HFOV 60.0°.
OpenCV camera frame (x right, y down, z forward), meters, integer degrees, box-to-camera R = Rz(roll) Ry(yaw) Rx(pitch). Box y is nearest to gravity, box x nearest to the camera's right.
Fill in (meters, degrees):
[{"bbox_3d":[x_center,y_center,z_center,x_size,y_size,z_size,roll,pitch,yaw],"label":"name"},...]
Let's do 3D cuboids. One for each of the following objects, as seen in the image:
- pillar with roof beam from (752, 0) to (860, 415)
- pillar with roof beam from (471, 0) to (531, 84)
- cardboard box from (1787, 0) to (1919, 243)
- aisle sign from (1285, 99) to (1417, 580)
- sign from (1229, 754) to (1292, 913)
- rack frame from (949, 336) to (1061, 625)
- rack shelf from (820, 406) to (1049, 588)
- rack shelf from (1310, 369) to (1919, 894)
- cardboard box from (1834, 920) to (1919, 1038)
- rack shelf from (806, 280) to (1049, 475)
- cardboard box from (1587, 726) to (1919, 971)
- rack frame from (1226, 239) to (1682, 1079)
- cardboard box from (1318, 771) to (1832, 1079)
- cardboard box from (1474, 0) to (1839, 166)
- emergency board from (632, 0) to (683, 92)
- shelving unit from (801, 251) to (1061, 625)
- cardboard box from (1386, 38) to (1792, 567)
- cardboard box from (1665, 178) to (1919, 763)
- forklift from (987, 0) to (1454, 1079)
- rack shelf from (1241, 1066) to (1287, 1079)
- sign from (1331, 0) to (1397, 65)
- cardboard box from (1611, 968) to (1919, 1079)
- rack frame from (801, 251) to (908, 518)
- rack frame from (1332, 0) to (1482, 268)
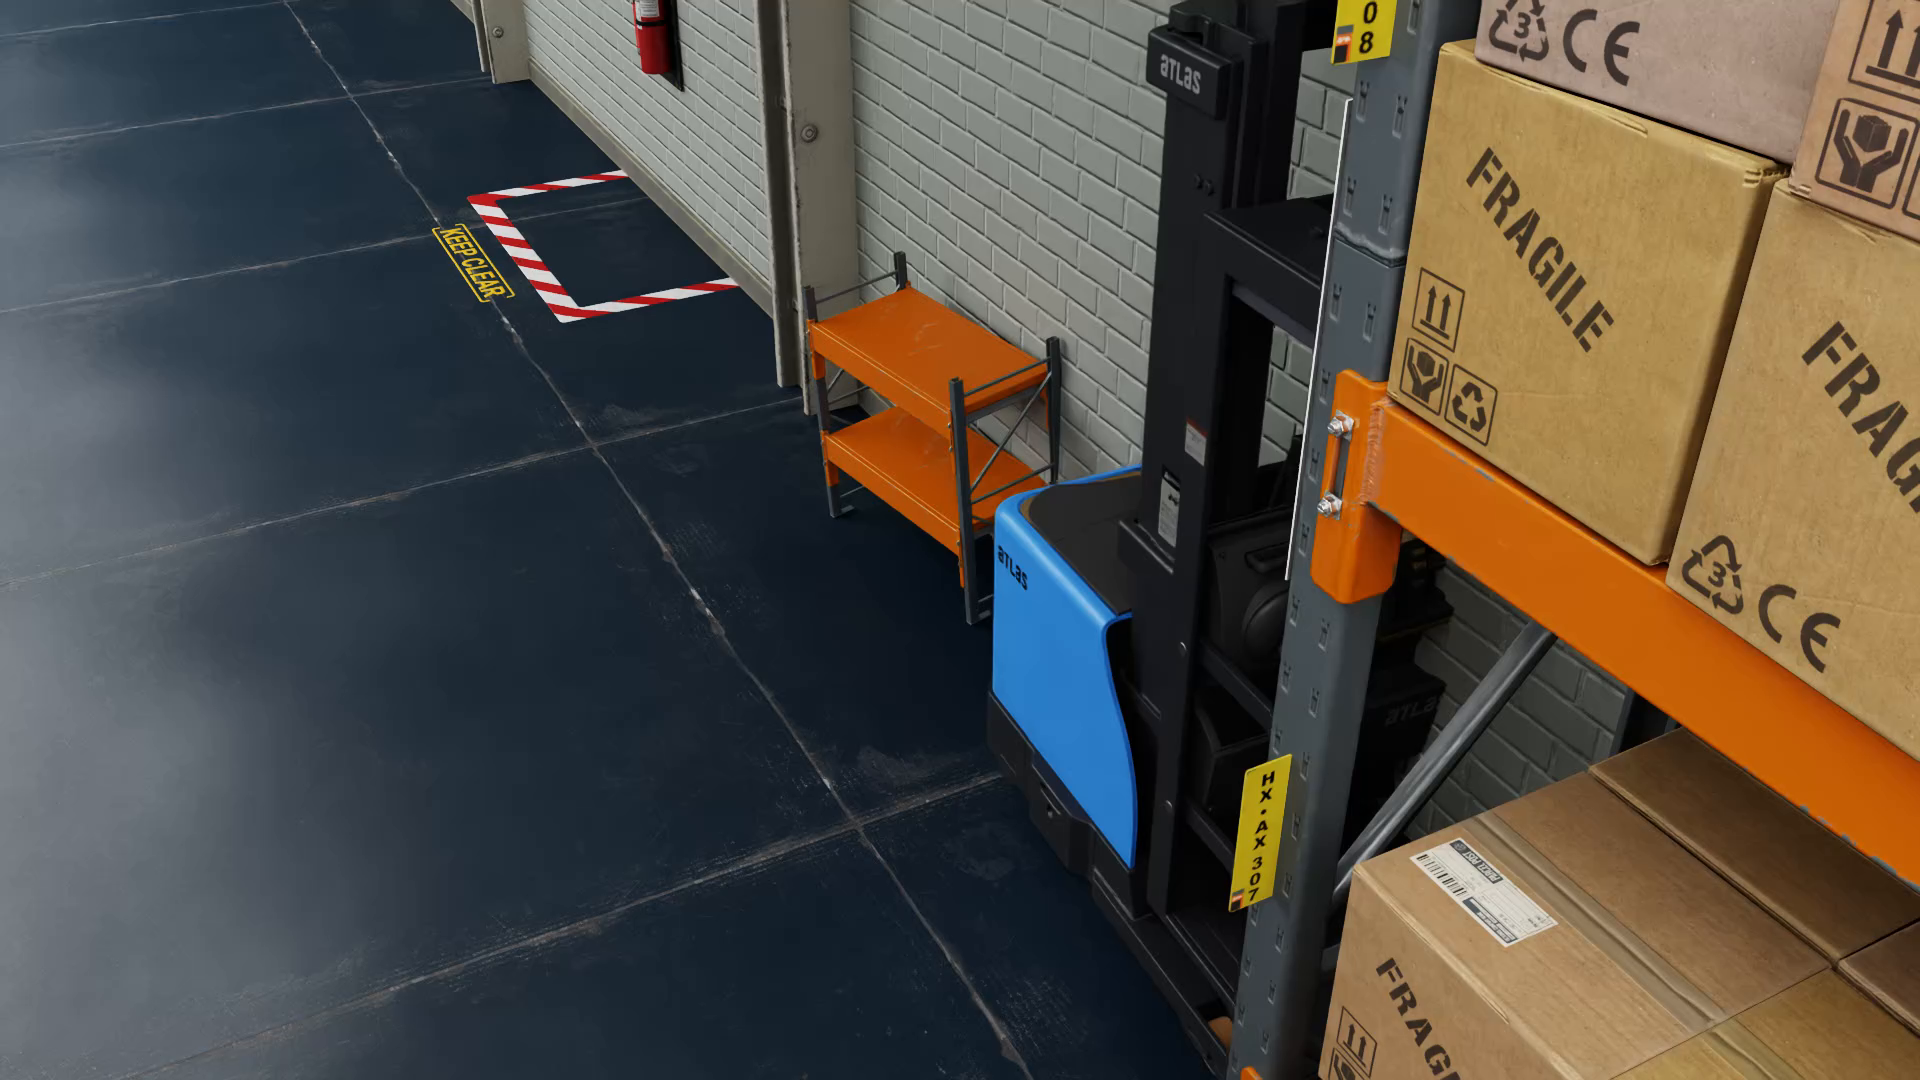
[{"bbox_3d":[-4.514,-3.453,4.298,9.100,9.000,0.400,-16,36,-23],"label":"pillar with roof beam"},{"bbox_3d":[-7.312,-6.317,8.767,9.100,9.000,0.400,-16,36,-23],"label":"pillar with roof beam"},{"bbox_3d":[1.154,-0.501,1.432,0.500,0.500,0.500,-16,36,-24],"label":"cardboard box"},{"bbox_3d":[0.701,-0.317,2.554,0.394,0.787,0.004,-16,36,-23],"label":"aisle sign"},{"bbox_3d":[0.520,0.509,2.872,0.100,0.325,0.005,-16,36,-23],"label":"sign"},{"bbox_3d":[0.202,-0.215,6.511,0.500,1.125,0.032,-26,41,-27],"label":"rack frame"},{"bbox_3d":[-0.086,-0.237,6.996,0.538,0.278,1.000,-26,41,-27],"label":"rack shelf"},{"bbox_3d":[1.932,0.731,1.214,1.077,0.370,4.000,-16,36,-23],"label":"rack shelf"},{"bbox_3d":[1.634,0.890,2.505,0.500,0.500,0.500,-15,36,-22],"label":"cardboard box"},{"bbox_3d":[-0.119,-0.675,6.686,0.538,0.278,1.000,-26,41,-27],"label":"rack shelf"},{"bbox_3d":[1.408,0.647,2.884,0.500,0.500,0.500,-16,36,-24],"label":"cardboard box"},{"bbox_3d":[1.000,0.737,3.319,1.000,3.000,0.127,-16,36,-23],"label":"rack frame"},{"bbox_3d":[0.957,0.779,2.678,0.500,0.500,0.500,-16,36,-23],"label":"cardboard box"},{"bbox_3d":[0.965,-0.753,1.826,0.500,0.500,0.500,-19,37,-26],"label":"cardboard box"},{"bbox_3d":[-1.824,-3.199,9.462,0.194,1.169,0.643,-16,36,-23],"label":"emergency board"},{"bbox_3d":[-0.101,-0.436,6.855,0.538,1.125,1.048,-26,41,-27],"label":"shelving unit"},{"bbox_3d":[0.935,-0.354,2.130,0.500,0.500,0.500,-15,36,-22],"label":"cardboard box"},{"bbox_3d":[1.154,-0.089,1.716,0.500,0.500,0.500,-13,35,-20],"label":"cardboard box"},{"bbox_3d":[1.176,0.142,4.311,1.130,2.935,3.031,-14,35,-21],"label":"forklift"},{"bbox_3d":[1.932,1.994,2.023,1.077,0.370,4.000,-16,36,-23],"label":"rack shelf"},{"bbox_3d":[0.520,-0.758,2.061,0.100,0.325,0.005,-16,36,-23],"label":"sign"},{"bbox_3d":[1.178,1.018,2.306,0.500,0.500,0.500,-16,36,-23],"label":"cardboard box"},{"bbox_3d":[-0.404,-0.657,7.198,0.500,1.125,0.032,-26,41,-27],"label":"rack frame"},{"bbox_3d":[1.000,-1.789,1.701,1.000,3.000,0.127,-16,36,-23],"label":"rack frame"}]
